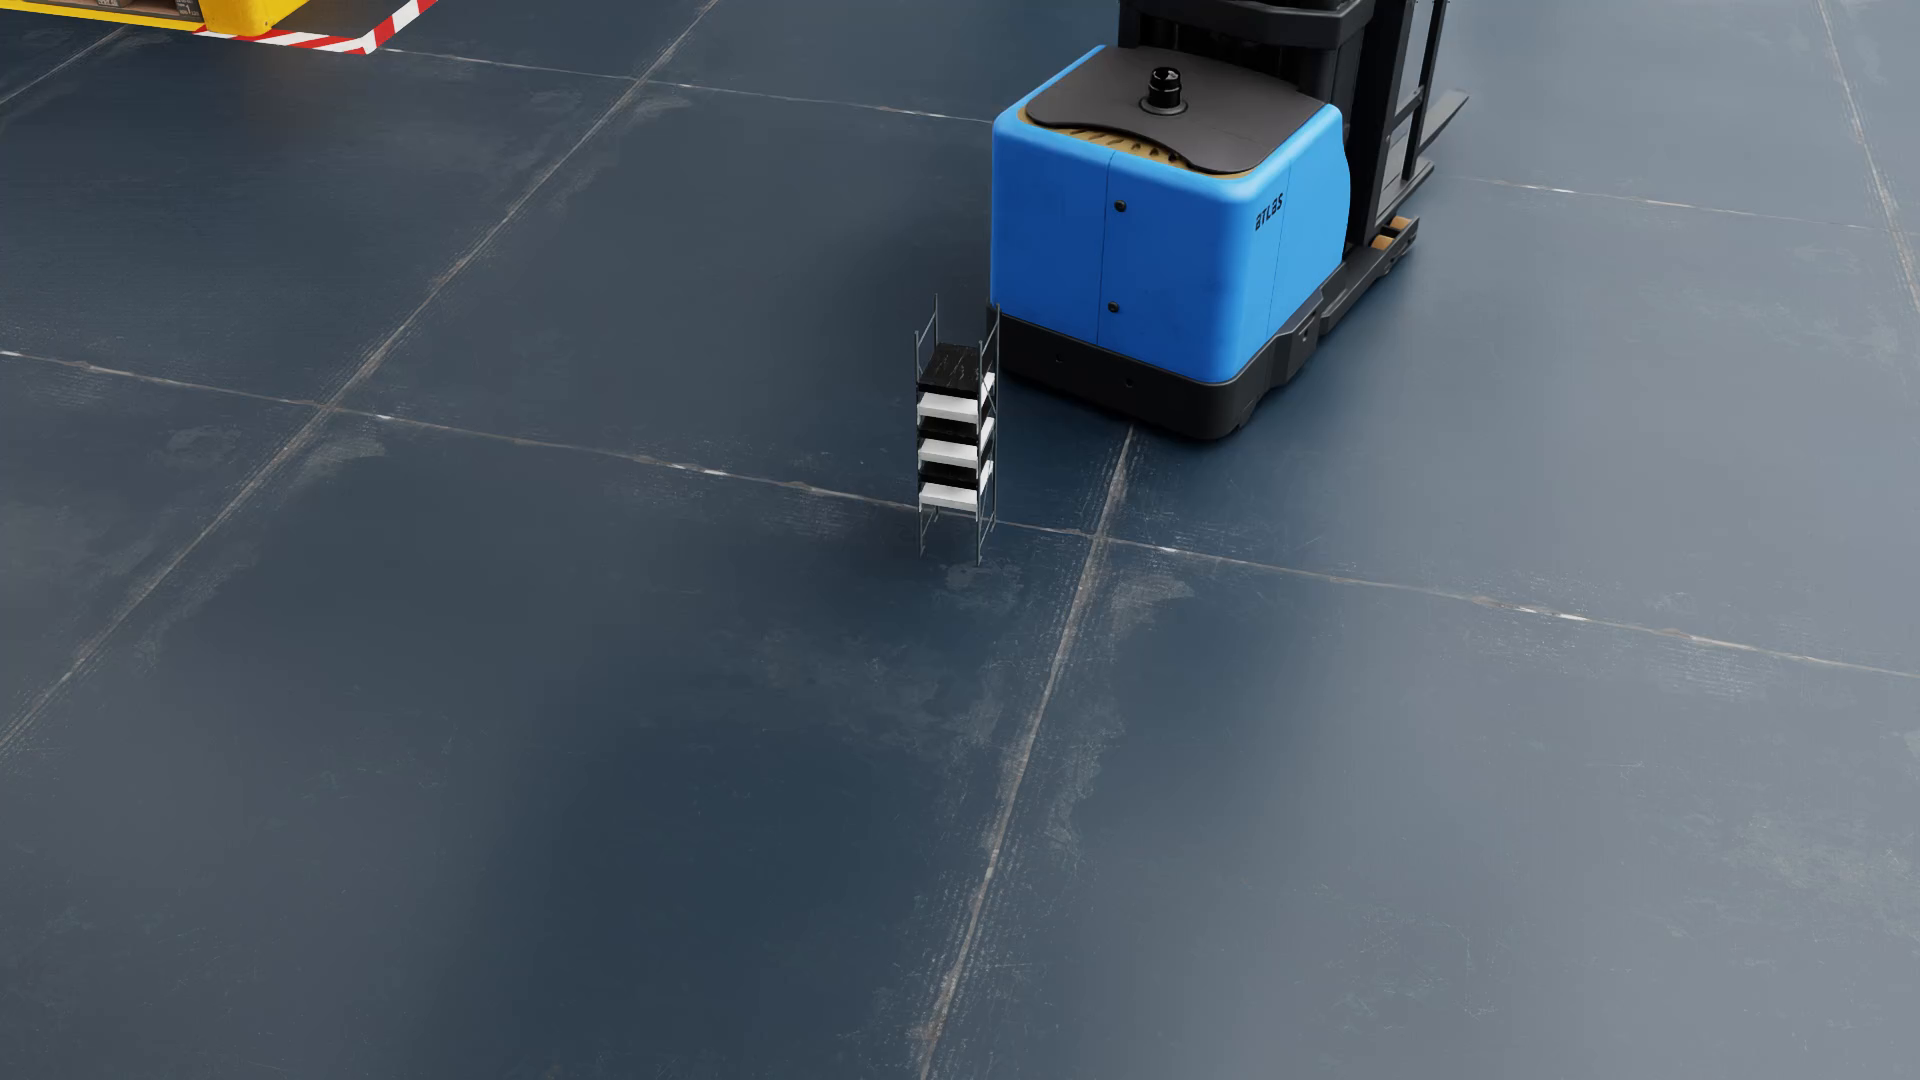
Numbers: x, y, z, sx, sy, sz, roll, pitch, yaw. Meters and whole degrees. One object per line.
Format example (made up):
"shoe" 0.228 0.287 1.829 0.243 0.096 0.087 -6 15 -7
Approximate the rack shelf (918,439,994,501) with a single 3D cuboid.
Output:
"rack shelf" -0.008 -0.252 5.542 0.200 0.077 0.258 10 41 11

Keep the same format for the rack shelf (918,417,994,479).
"rack shelf" -0.008 -0.320 5.484 0.200 0.077 0.258 10 41 11

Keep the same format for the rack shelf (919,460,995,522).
"rack shelf" -0.008 -0.183 5.599 0.200 0.077 0.258 10 41 11

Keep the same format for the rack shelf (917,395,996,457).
"rack shelf" -0.008 -0.389 5.426 0.200 0.077 0.258 10 41 11

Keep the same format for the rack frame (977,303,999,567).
"rack frame" 0.090 -0.329 5.442 0.006 0.900 0.240 10 41 11

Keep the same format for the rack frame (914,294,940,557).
"rack frame" -0.106 -0.363 5.482 0.006 0.900 0.240 10 41 11

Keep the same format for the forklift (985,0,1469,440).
"forklift" 1.328 -2.406 6.336 1.130 2.935 3.031 23 45 25

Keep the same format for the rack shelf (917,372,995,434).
"rack shelf" -0.008 -0.458 5.368 0.200 0.077 0.258 10 41 11

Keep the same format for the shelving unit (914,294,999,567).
"shelving unit" -0.008 -0.346 5.462 0.210 0.900 0.258 10 41 11

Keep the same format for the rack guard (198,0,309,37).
"rack guard" -3.806 -3.294 9.283 0.348 0.500 1.175 10 41 11

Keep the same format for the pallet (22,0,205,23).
"pallet" -4.589 -3.321 9.541 1.213 0.211 1.003 10 41 11

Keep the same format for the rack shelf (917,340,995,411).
"rack shelf" -0.008 -0.527 5.310 0.200 0.077 0.258 10 41 11
